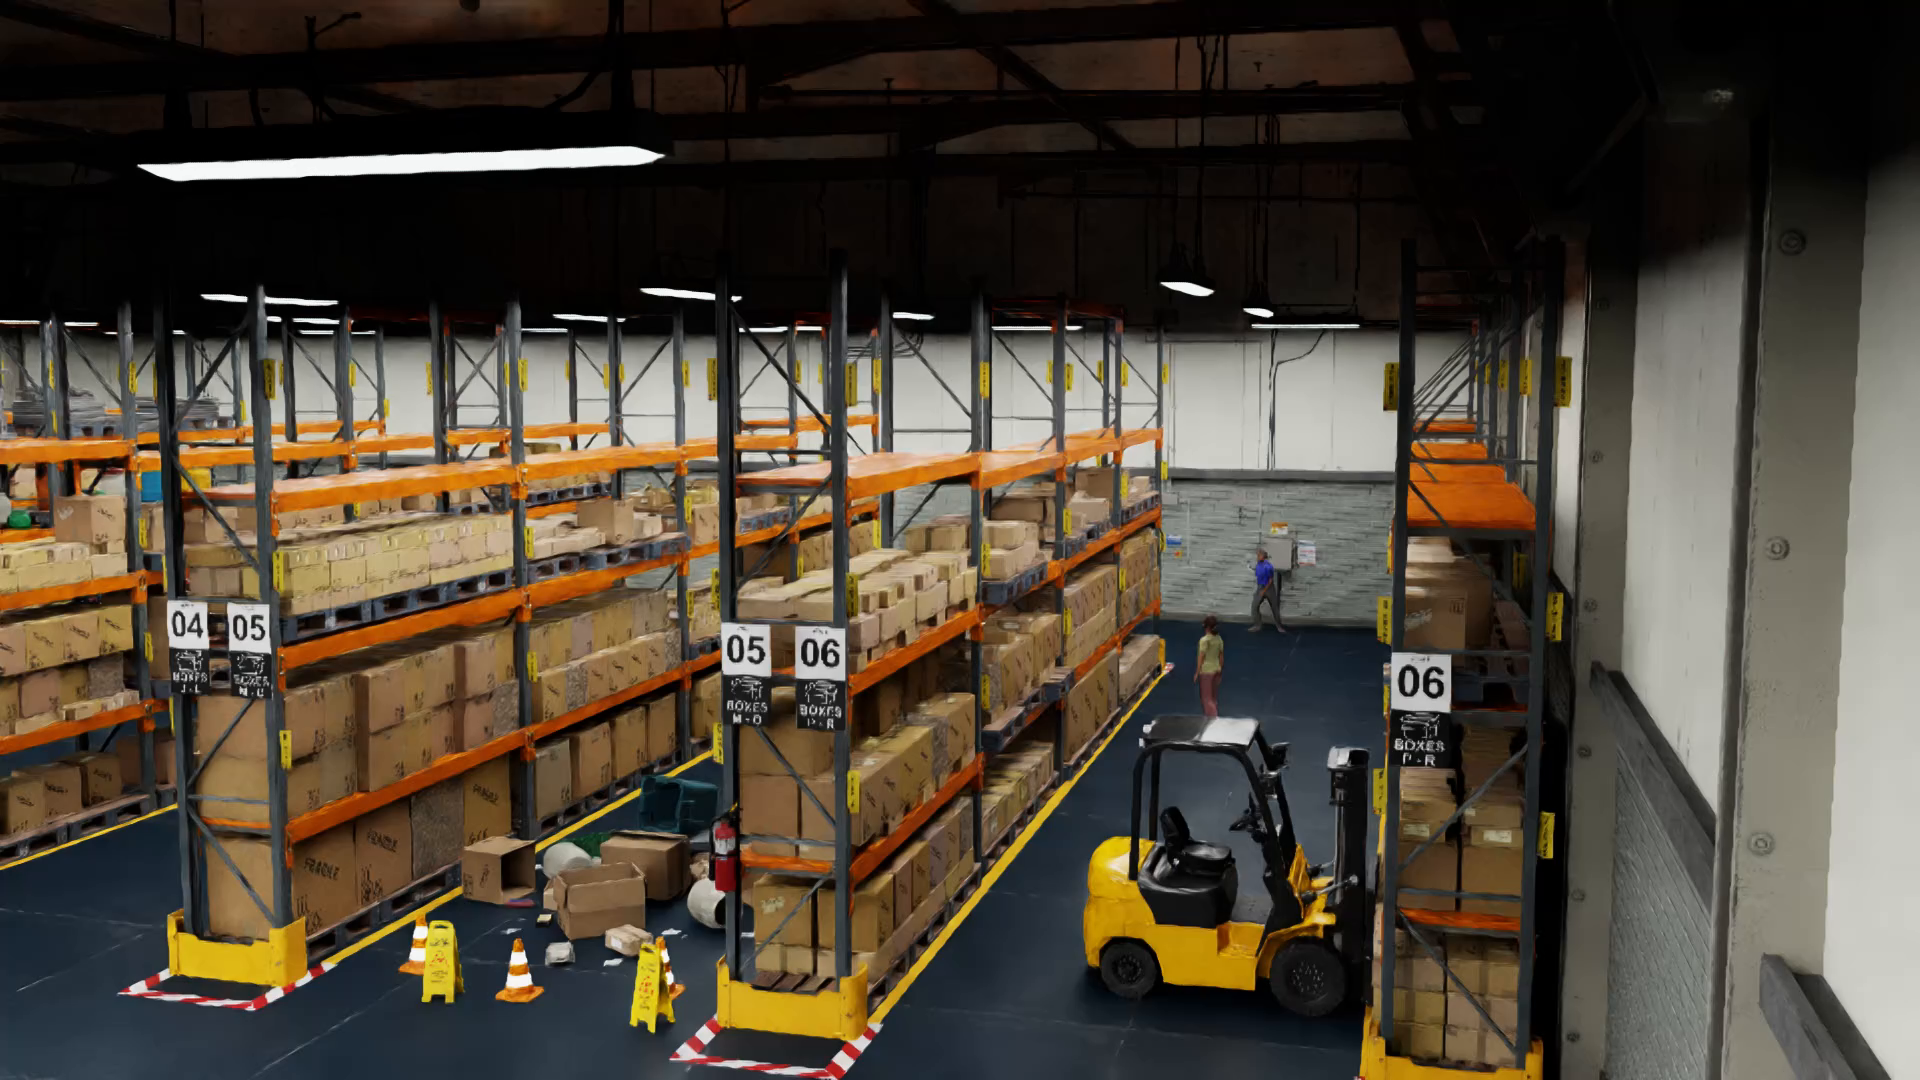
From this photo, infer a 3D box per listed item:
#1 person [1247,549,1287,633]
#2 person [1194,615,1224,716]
[{"bbox_3d":[5.929,0.976,32.028,0.559,1.633,0.685,-5,8,-38],"label":"person"},{"bbox_3d":[3.485,1.893,23.252,0.529,1.706,0.541,6,8,44],"label":"person"}]
